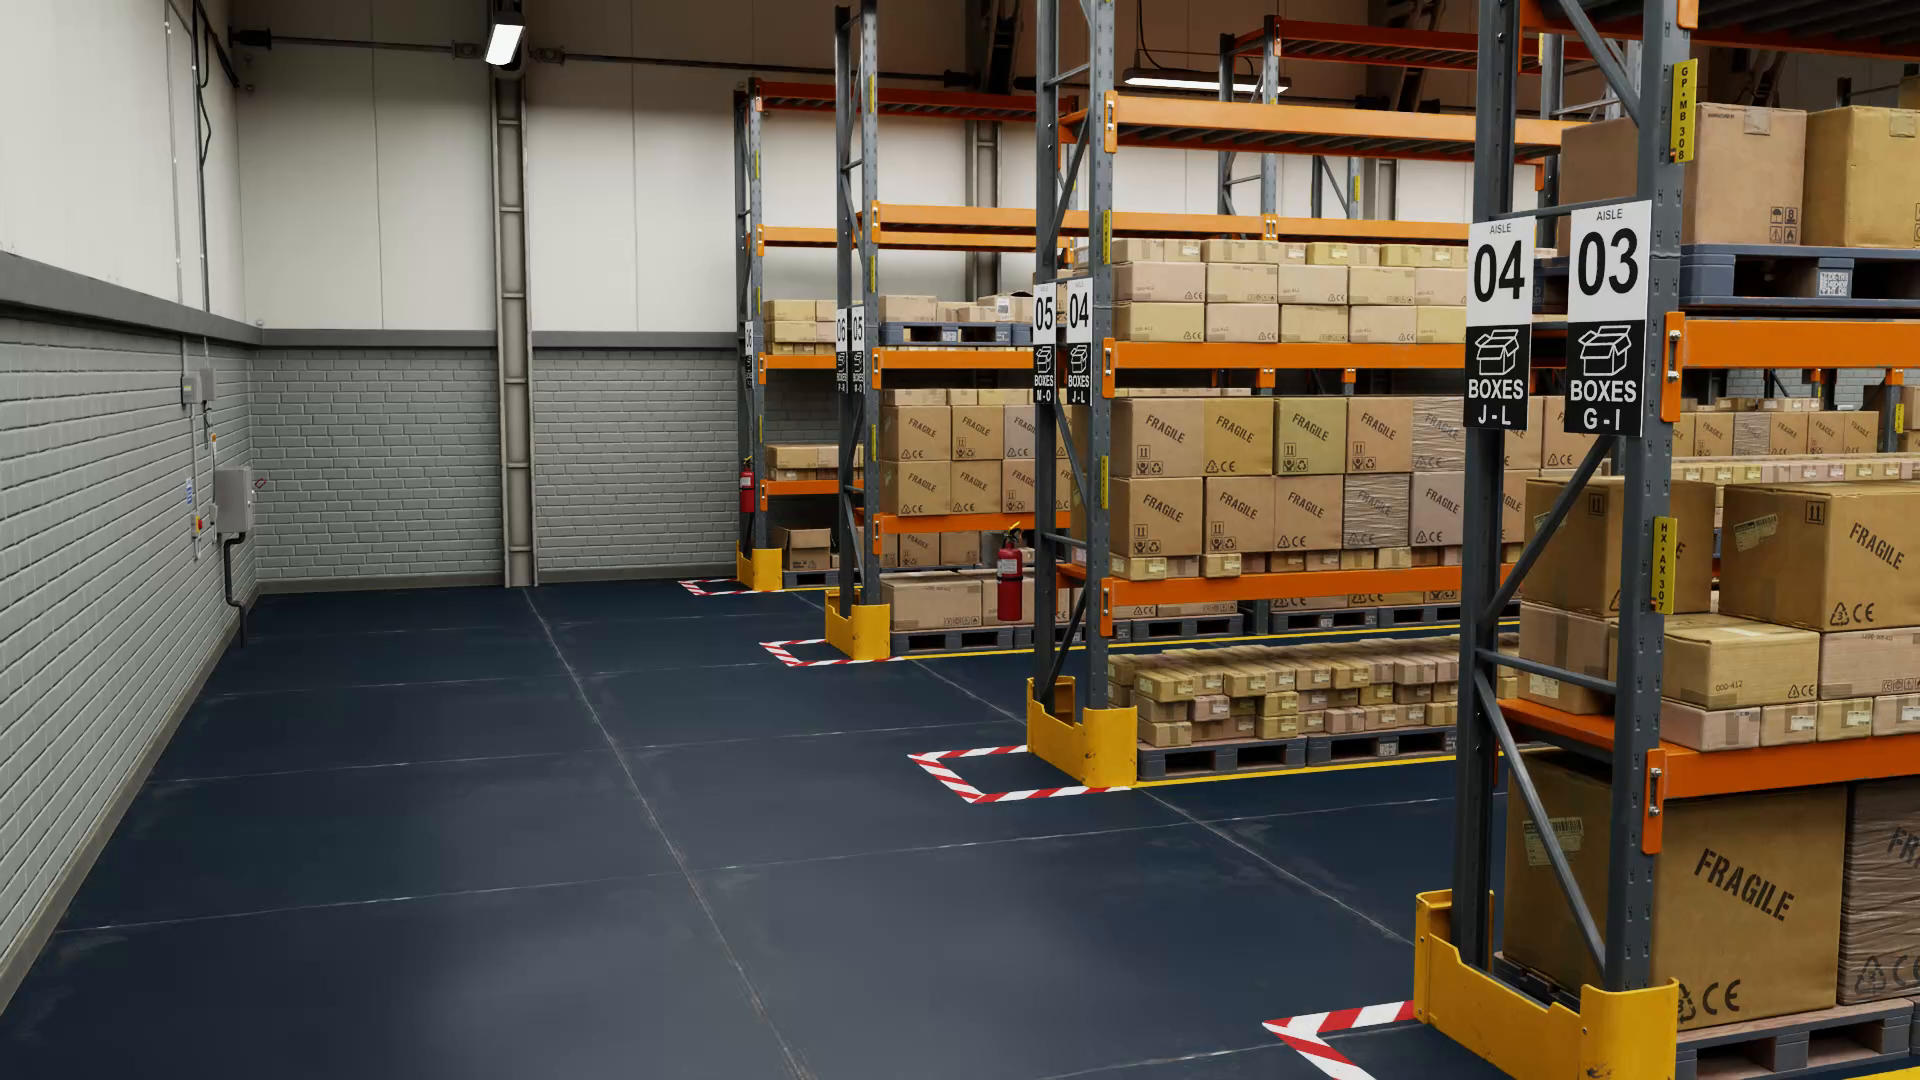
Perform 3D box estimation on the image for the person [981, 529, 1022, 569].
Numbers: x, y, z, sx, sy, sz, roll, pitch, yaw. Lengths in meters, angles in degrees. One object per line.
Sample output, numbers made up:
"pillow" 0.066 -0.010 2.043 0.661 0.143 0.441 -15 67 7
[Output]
"person" 0.458 -0.052 18.192 0.469 1.662 0.391 -2 6 -17
